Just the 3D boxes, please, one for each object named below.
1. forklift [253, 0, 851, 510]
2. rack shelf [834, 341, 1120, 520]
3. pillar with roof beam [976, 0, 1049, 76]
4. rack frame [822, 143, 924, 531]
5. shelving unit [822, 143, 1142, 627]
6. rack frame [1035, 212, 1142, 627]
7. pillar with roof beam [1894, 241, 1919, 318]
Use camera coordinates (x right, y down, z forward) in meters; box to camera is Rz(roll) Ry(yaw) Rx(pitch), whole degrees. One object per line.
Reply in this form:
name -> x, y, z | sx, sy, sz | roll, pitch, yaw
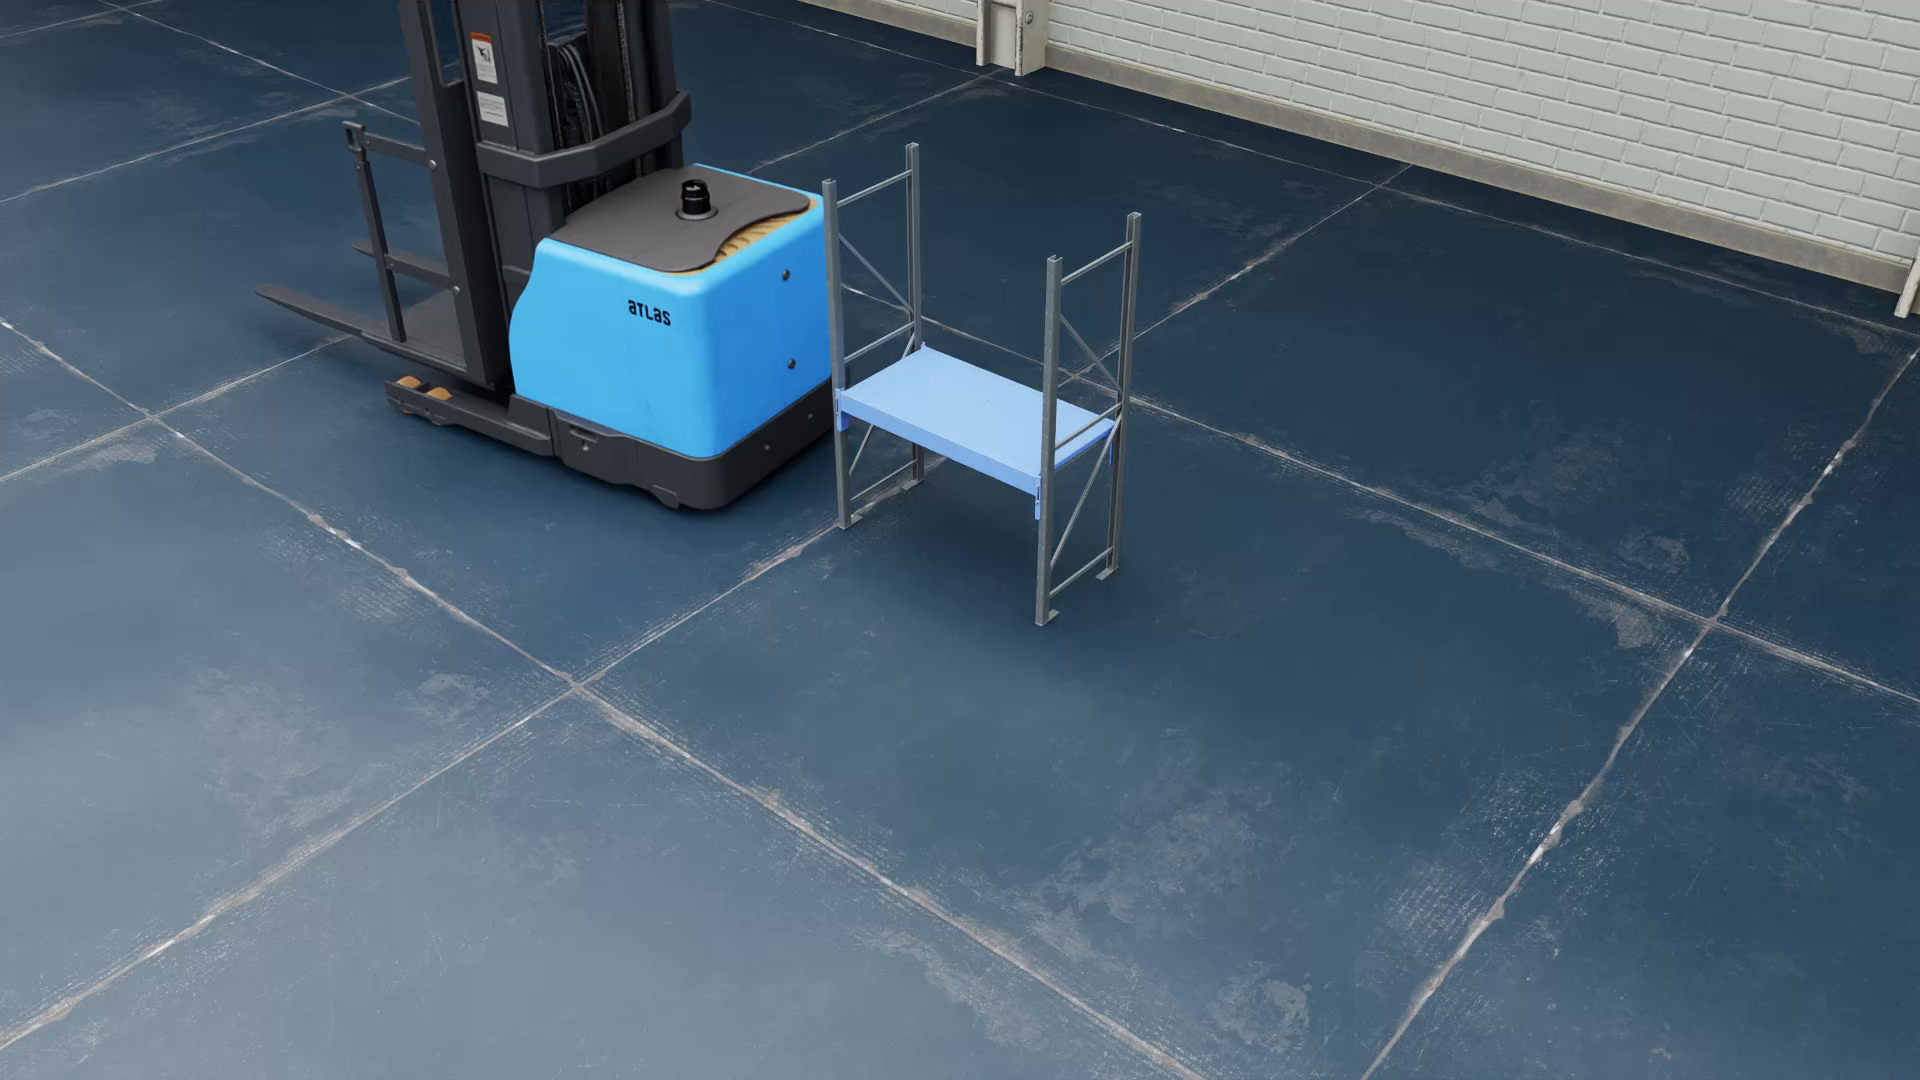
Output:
forklift -> -2.008, -1.958, 7.012 | 3.031, 2.935, 1.130 | 20, 39, 26
rack shelf -> 0.066, -0.439, 6.382 | 1.000, 0.185, 0.538 | 25, 42, 32
pillar with roof beam -> -2.394, -5.144, 6.291 | 0.400, 9.000, 9.100 | 25, 42, 32
rack frame -> -0.325, -0.771, 6.549 | 0.032, 1.500, 0.500 | 25, 42, 32
shelving unit -> 0.066, -0.587, 6.280 | 1.048, 1.500, 0.538 | 25, 42, 32
rack frame -> 0.456, -0.403, 6.012 | 0.032, 1.500, 0.500 | 25, 42, 32
pillar with roof beam -> 2.217, -2.970, 3.126 | 0.400, 9.000, 9.100 | 25, 42, 32
